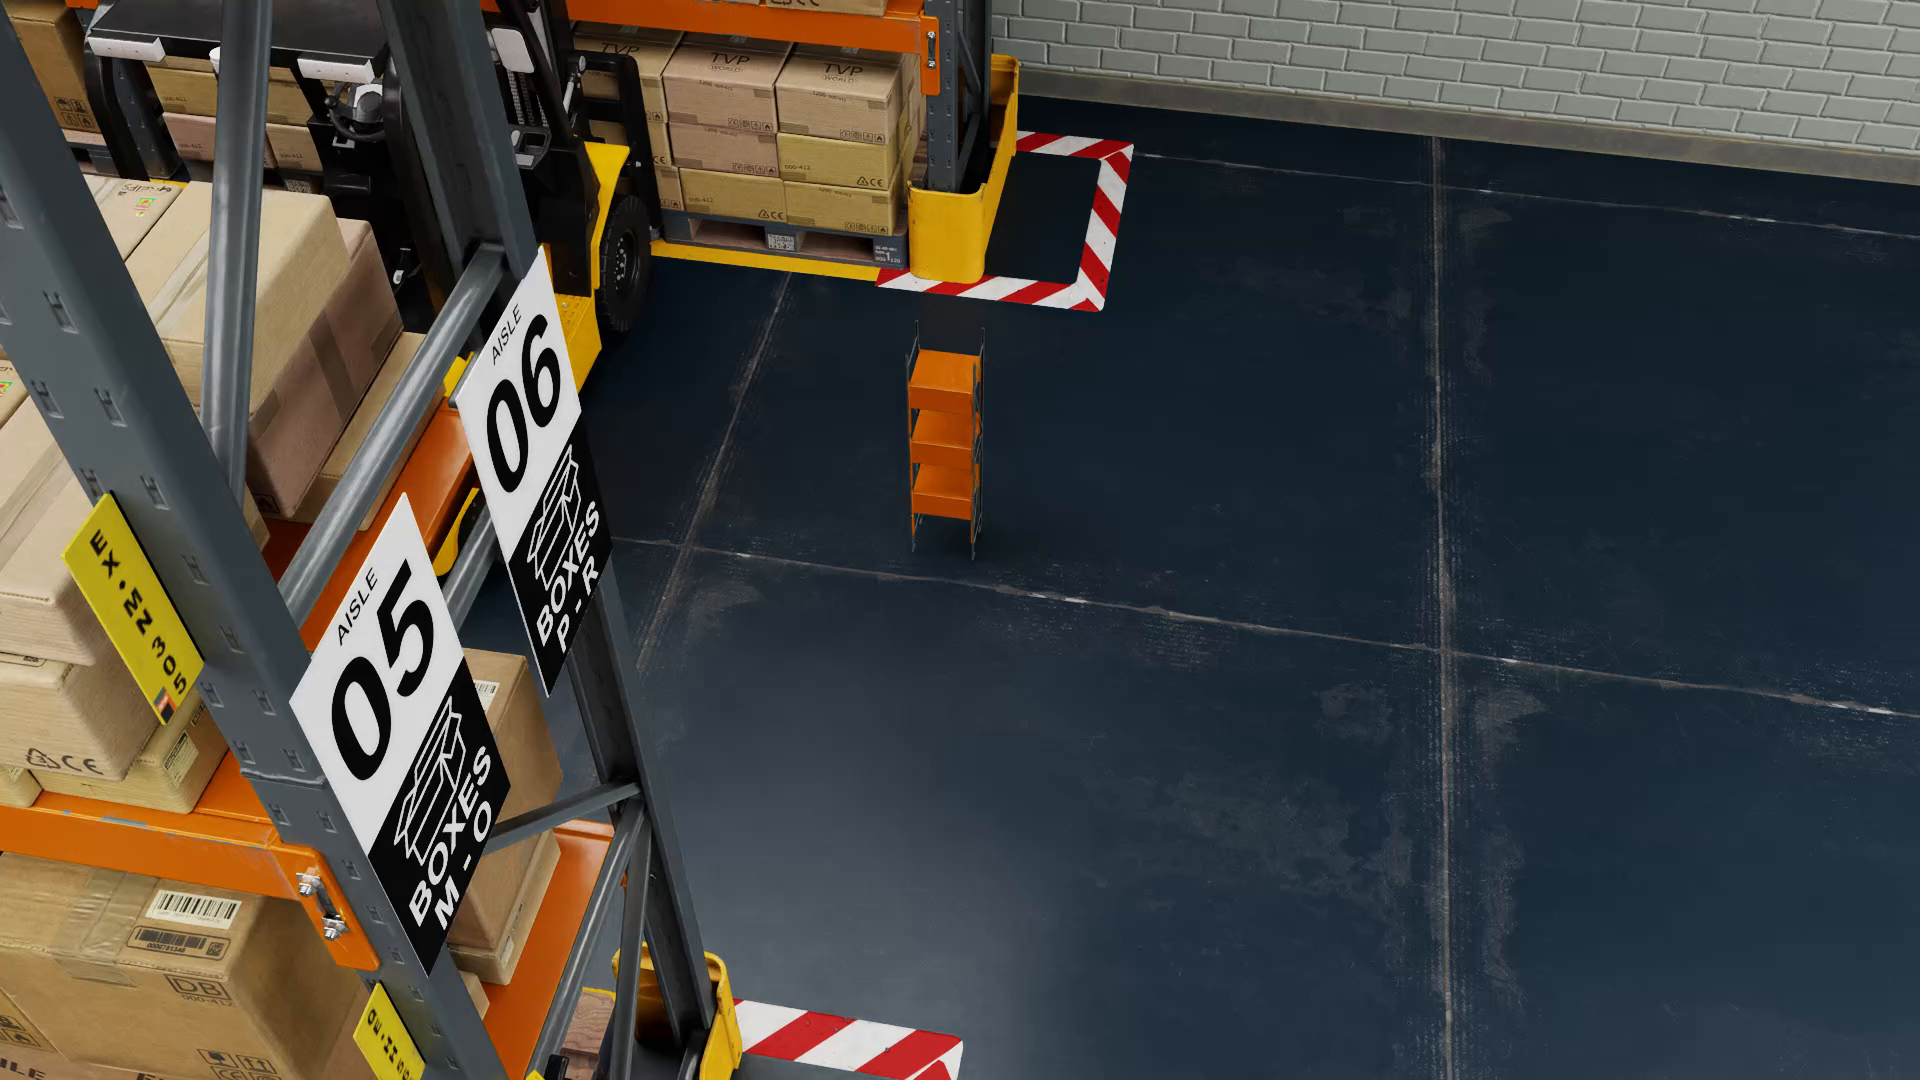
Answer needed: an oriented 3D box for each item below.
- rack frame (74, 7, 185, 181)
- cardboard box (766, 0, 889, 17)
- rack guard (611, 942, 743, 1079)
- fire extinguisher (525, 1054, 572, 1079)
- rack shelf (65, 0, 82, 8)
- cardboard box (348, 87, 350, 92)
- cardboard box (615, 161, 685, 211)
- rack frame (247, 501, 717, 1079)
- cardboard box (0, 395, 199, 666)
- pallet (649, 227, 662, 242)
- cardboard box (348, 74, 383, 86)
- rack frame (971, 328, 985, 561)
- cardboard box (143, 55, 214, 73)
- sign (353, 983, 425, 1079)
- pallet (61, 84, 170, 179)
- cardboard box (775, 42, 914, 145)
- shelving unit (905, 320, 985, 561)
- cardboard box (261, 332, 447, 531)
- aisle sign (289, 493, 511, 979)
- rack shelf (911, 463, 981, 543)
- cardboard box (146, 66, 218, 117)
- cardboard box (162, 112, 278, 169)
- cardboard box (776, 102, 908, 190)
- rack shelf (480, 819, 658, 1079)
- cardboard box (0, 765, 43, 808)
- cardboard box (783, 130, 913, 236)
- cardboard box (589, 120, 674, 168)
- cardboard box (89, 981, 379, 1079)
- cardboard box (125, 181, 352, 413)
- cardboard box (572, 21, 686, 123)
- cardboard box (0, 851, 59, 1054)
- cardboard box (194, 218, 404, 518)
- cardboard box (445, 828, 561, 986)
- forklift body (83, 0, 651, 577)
[{"bbox_3d":[-3.934,-3.178,7.561,0.127,3.000,1.000,8,49,7],"label":"rack frame"},{"bbox_3d":[-0.529,-2.555,6.934,0.500,0.500,0.500,7,48,6],"label":"cardboard box"},{"bbox_3d":[-0.952,1.810,4.759,0.348,0.500,1.175,8,49,7],"label":"rack guard"},{"bbox_3d":[-0.846,1.363,3.533,0.183,0.674,0.296,8,49,7],"label":"fire extinguisher"},{"bbox_3d":[-5.902,-3.202,8.066,4.000,0.370,1.077,8,49,7],"label":"rack shelf"},{"bbox_3d":[-2.525,-2.137,7.855,0.500,0.250,0.500,7,48,7],"label":"cardboard box"},{"bbox_3d":[-1.495,-1.847,7.931,0.500,0.250,0.500,8,49,7],"label":"cardboard box"},{"bbox_3d":[-0.877,0.985,3.821,0.127,3.000,1.000,8,49,7],"label":"rack frame"},{"bbox_3d":[-1.262,-0.029,2.348,0.250,0.149,0.380,8,49,7],"label":"cardboard box"},{"bbox_3d":[-1.955,-1.951,8.333,1.213,0.211,1.003,8,49,7],"label":"pallet"},{"bbox_3d":[-2.521,-2.308,7.673,0.500,0.250,0.500,9,49,8],"label":"cardboard box"},{"bbox_3d":[0.067,-0.342,6.323,0.008,1.050,0.200,8,49,7],"label":"rack frame"},{"bbox_3d":[-3.514,-2.440,7.792,0.500,0.250,0.500,7,48,6],"label":"cardboard box"},{"bbox_3d":[-0.996,0.896,2.910,0.005,0.325,0.100,8,49,7],"label":"sign"},{"bbox_3d":[-4.666,-2.315,8.660,1.213,0.211,1.003,8,49,7],"label":"pallet"},{"bbox_3d":[-0.507,-2.037,7.430,0.500,0.250,0.500,9,49,8],"label":"cardboard box"},{"bbox_3d":[-0.053,-0.358,6.338,0.252,1.050,0.215,8,49,7],"label":"shelving unit"},{"bbox_3d":[-1.146,-0.215,3.051,0.250,0.149,0.380,8,49,7],"label":"cardboard box"},{"bbox_3d":[-0.868,0.336,2.655,0.004,0.787,0.394,8,49,7],"label":"aisle sign"},{"bbox_3d":[-0.053,-0.165,6.552,0.240,0.259,0.215,8,49,7],"label":"rack shelf"},{"bbox_3d":[-3.513,-2.277,7.981,0.500,0.250,0.500,7,48,7],"label":"cardboard box"},{"bbox_3d":[-3.517,-2.093,8.152,0.500,0.250,0.500,8,49,7],"label":"cardboard box"},{"bbox_3d":[-0.533,-1.873,7.619,0.500,0.250,0.500,7,48,6],"label":"cardboard box"},{"bbox_3d":[-2.845,0.961,4.326,4.000,0.370,1.077,8,49,7],"label":"rack shelf"},{"bbox_3d":[-1.529,0.215,2.665,0.250,0.149,0.380,8,49,7],"label":"cardboard box"},{"bbox_3d":[-0.517,-1.701,7.800,0.500,0.250,0.500,8,49,7],"label":"cardboard box"},{"bbox_3d":[-1.536,-2.000,7.733,0.500,0.250,0.500,7,48,6],"label":"cardboard box"},{"bbox_3d":[-1.460,0.982,3.556,0.500,0.500,0.500,7,48,6],"label":"cardboard box"},{"bbox_3d":[-1.191,-0.397,2.678,0.250,0.149,0.380,7,48,7],"label":"cardboard box"},{"bbox_3d":[-1.508,-2.160,7.540,0.500,0.250,0.500,8,49,7],"label":"cardboard box"},{"bbox_3d":[-1.915,0.537,3.283,0.500,0.500,0.700,8,49,7],"label":"cardboard box"},{"bbox_3d":[-1.325,-0.329,2.885,0.500,0.250,0.500,7,48,6],"label":"cardboard box"},{"bbox_3d":[-1.175,0.872,4.091,0.250,0.149,0.380,8,49,7],"label":"cardboard box"},{"bbox_3d":[-2.189,-1.281,6.427,1.214,2.155,2.313,8,49,7],"label":"forklift body"}]
